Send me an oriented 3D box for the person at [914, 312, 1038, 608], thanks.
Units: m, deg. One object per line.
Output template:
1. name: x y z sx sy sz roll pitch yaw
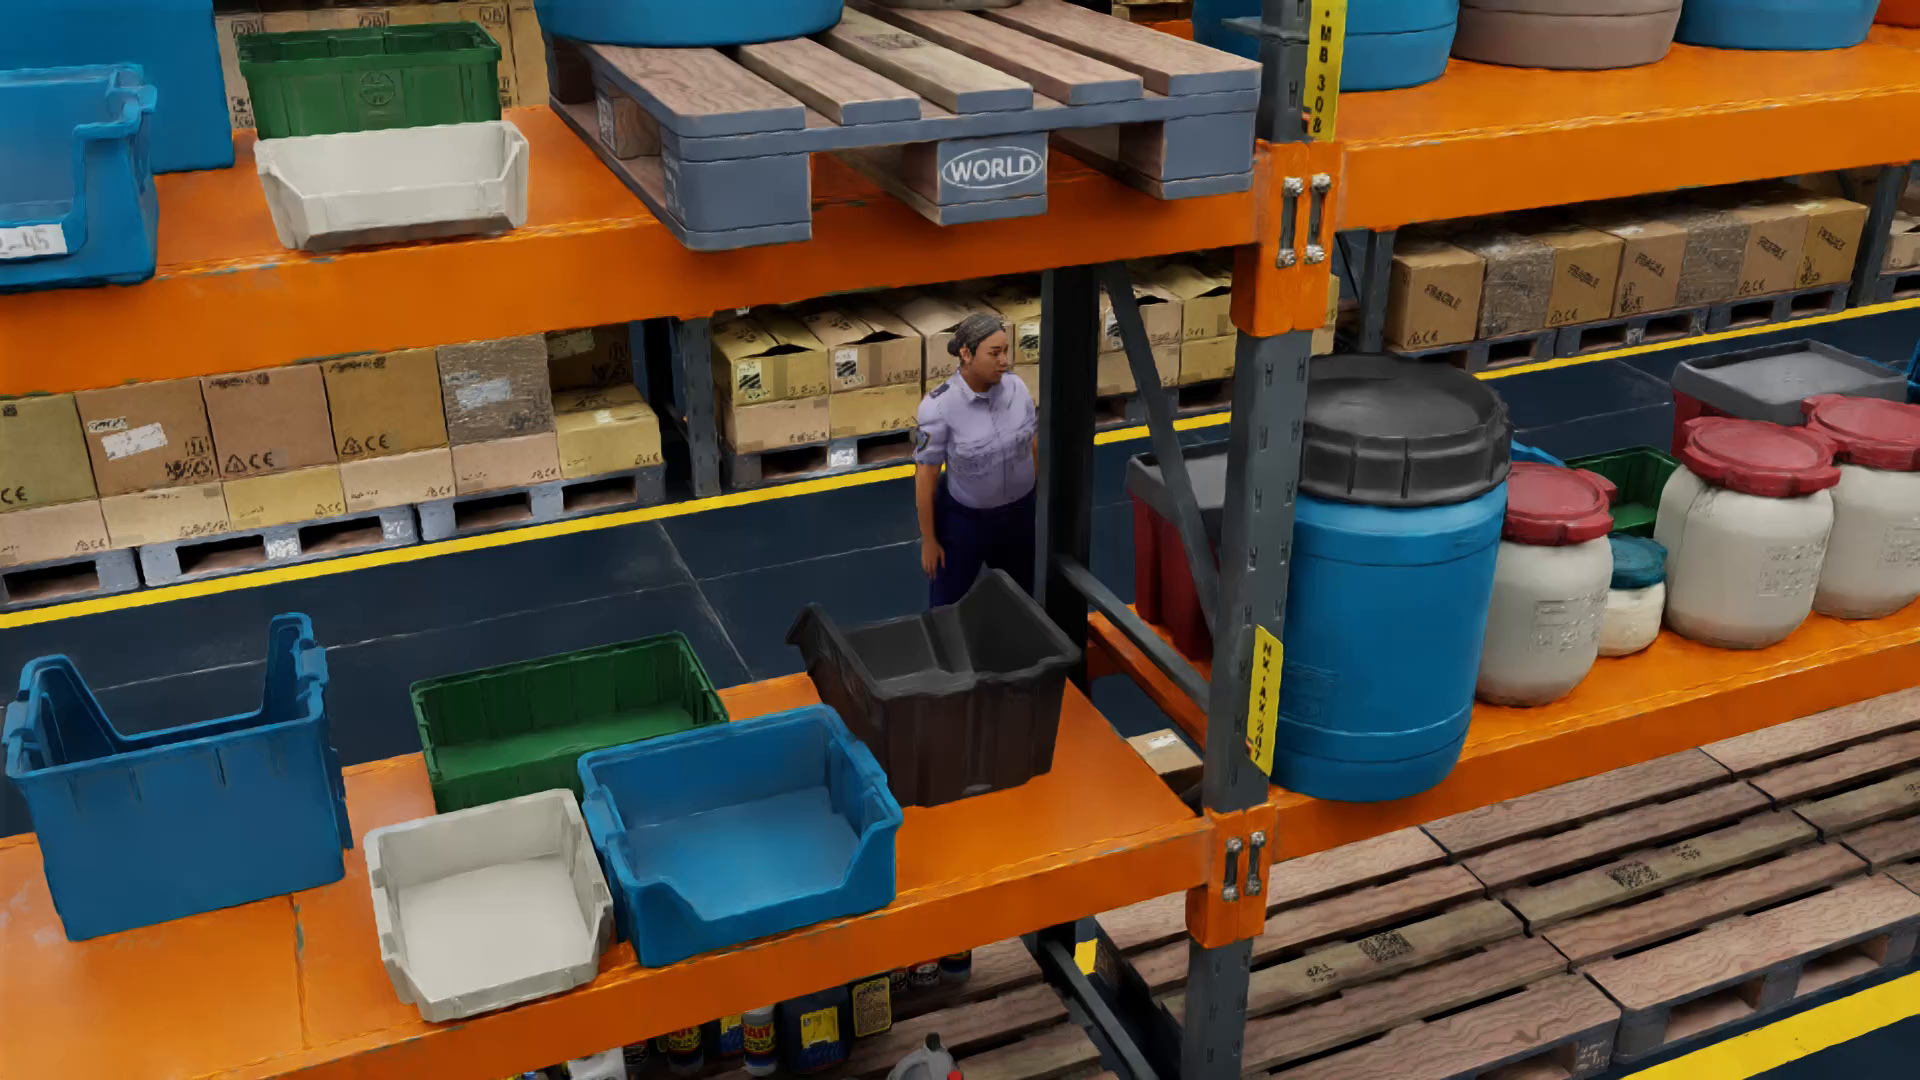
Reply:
1. person: 0.092 -0.049 6.195 0.626 1.655 0.433 -14 29 -27
